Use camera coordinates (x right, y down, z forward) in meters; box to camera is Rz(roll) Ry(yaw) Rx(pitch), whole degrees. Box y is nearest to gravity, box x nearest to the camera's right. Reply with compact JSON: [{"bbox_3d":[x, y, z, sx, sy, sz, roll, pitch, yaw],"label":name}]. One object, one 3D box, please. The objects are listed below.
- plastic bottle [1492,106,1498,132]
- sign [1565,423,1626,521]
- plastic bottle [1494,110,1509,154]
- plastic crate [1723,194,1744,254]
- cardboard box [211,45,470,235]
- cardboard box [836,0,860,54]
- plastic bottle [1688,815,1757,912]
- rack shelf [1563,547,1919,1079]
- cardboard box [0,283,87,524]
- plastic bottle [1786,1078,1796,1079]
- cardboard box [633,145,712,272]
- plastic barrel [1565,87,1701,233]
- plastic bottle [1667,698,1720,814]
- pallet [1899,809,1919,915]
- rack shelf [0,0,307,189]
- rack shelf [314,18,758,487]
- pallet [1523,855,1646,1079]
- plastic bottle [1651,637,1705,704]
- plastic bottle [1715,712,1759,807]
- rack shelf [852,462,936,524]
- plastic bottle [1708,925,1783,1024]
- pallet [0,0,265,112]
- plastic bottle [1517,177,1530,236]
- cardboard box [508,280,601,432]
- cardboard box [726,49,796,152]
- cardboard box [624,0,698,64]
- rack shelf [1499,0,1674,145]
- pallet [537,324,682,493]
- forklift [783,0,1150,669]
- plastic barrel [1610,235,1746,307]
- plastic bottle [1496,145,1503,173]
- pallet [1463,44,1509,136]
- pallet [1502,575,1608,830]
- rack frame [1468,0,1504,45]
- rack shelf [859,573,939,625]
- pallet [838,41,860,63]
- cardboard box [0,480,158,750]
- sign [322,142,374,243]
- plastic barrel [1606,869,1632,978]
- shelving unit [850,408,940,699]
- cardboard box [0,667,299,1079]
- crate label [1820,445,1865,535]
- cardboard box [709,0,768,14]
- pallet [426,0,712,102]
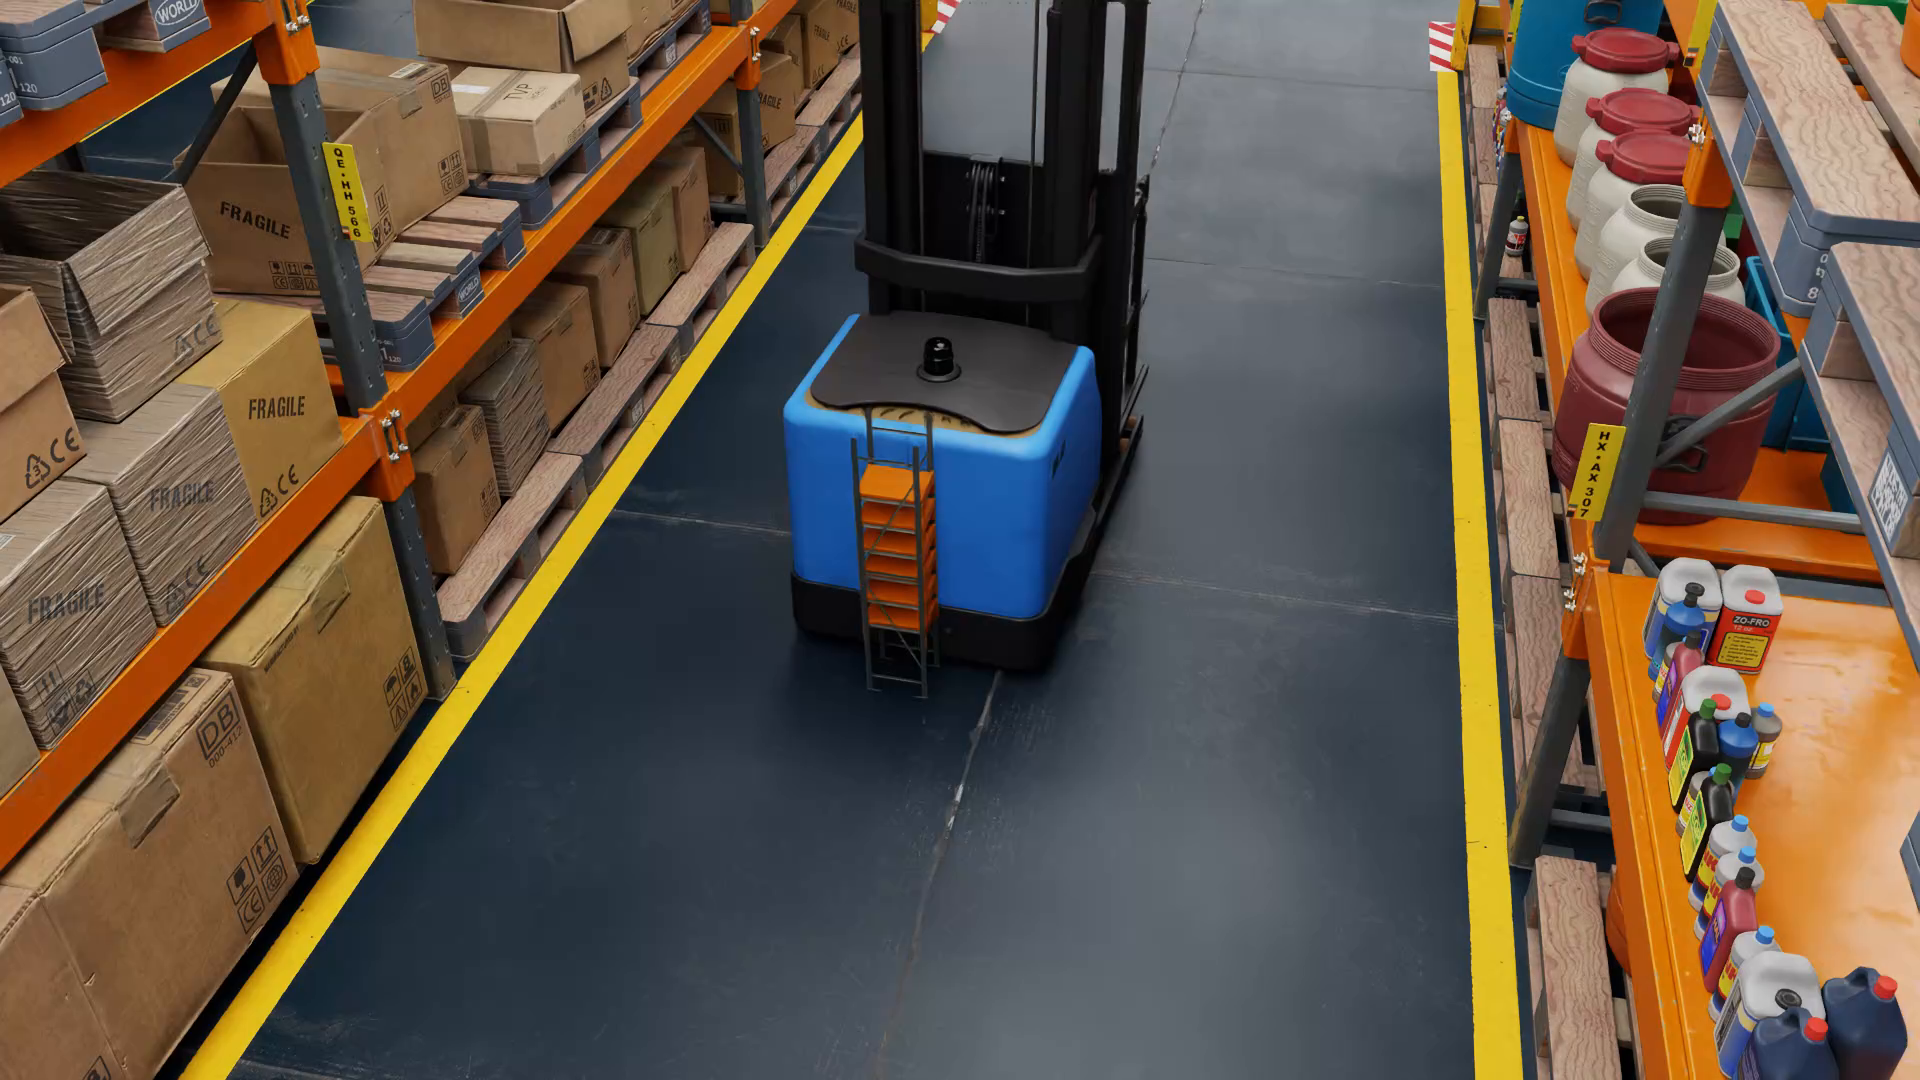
[{"bbox_3d":[3.376,-2.635,10.339,0.097,0.201,0.097,0,36,0],"label":"plastic bottle"},{"bbox_3d":[1.842,-0.194,4.823,0.100,0.325,0.005,7,37,10],"label":"sign"},{"bbox_3d":[3.304,-2.469,10.050,0.097,0.271,0.097,0,36,0],"label":"plastic bottle"},{"bbox_3d":[3.139,-1.237,6.581,0.450,0.188,0.662,7,37,10],"label":"plastic crate"},{"bbox_3d":[-2.360,-1.542,6.378,0.700,0.500,0.500,13,38,17],"label":"cardboard box"},{"bbox_3d":[-0.993,-3.725,11.606,0.500,0.500,0.500,17,39,22],"label":"cardboard box"},{"bbox_3d":[1.745,0.734,3.791,0.097,0.271,0.097,0,36,0],"label":"plastic bottle"},{"bbox_3d":[1.954,1.375,3.410,1.077,0.370,4.000,7,37,10],"label":"rack shelf"},{"bbox_3d":[-2.771,-0.340,4.223,0.797,0.503,0.637,8,37,11],"label":"cardboard box"},{"bbox_3d":[1.564,1.164,3.187,0.061,0.283,0.133,7,37,10],"label":"plastic bottle"},{"bbox_3d":[-1.755,-1.794,8.924,0.700,0.500,0.500,5,36,6],"label":"cardboard box"},{"bbox_3d":[2.660,-1.470,6.606,0.433,0.535,0.433,0,36,0],"label":"plastic barrel"},{"bbox_3d":[1.801,0.528,4.065,0.061,0.283,0.133,7,37,10],"label":"plastic bottle"},{"bbox_3d":[1.599,0.630,1.429,1.213,0.211,1.003,7,37,10],"label":"pallet"},{"bbox_3d":[-2.885,-0.461,3.386,1.077,0.370,4.000,7,37,10],"label":"rack shelf"},{"bbox_3d":[-2.030,-1.539,7.431,1.077,0.370,4.000,7,37,10],"label":"rack shelf"},{"bbox_3d":[2.254,1.523,4.968,1.003,0.211,1.213,7,37,10],"label":"pallet"},{"bbox_3d":[1.901,0.344,4.389,0.097,0.201,0.097,0,36,0],"label":"plastic bottle"},{"bbox_3d":[1.882,0.533,4.069,0.097,0.271,0.097,0,36,0],"label":"plastic bottle"},{"bbox_3d":[-0.232,-0.169,5.916,0.258,0.103,0.180,8,40,11],"label":"rack shelf"},{"bbox_3d":[1.675,0.922,3.532,0.097,0.271,0.097,0,36,0],"label":"plastic bottle"},{"bbox_3d":[-2.543,-1.446,4.294,1.213,0.211,1.003,9,37,12],"label":"pallet"},{"bbox_3d":[3.092,-1.867,9.152,0.144,0.351,0.185,6,36,9],"label":"plastic bottle"},{"bbox_3d":[-2.114,-0.882,7.666,0.700,0.500,0.500,10,37,14],"label":"cardboard box"},{"bbox_3d":[-1.364,-2.689,10.176,0.500,0.500,0.500,19,40,24],"label":"cardboard box"},{"bbox_3d":[-1.910,-2.952,7.898,1.000,1.000,1.000,8,37,10],"label":"cardboard box"},{"bbox_3d":[3.663,-3.212,9.738,1.077,0.370,4.000,7,37,10],"label":"rack shelf"},{"bbox_3d":[-2.026,-0.700,8.036,1.003,0.211,1.213,7,37,10],"label":"pallet"},{"bbox_3d":[0.234,-1.552,6.894,1.130,2.935,3.031,10,37,13],"label":"forklift"},{"bbox_3d":[2.392,-0.725,5.599,0.421,0.512,0.421,0,36,0],"label":"plastic barrel"},{"bbox_3d":[3.239,-2.266,9.830,0.097,0.201,0.097,0,36,0],"label":"plastic bottle"},{"bbox_3d":[3.941,-3.006,11.217,1.003,0.211,1.213,7,37,10],"label":"pallet"},{"bbox_3d":[2.585,0.627,6.205,1.003,0.211,1.213,7,37,10],"label":"pallet"},{"bbox_3d":[4.090,-4.649,11.109,1.000,3.000,0.127,7,37,10],"label":"rack frame"},{"bbox_3d":[-0.226,0.202,6.220,0.258,0.103,0.180,8,40,11],"label":"rack shelf"},{"bbox_3d":[-0.973,-3.636,12.087,1.003,0.211,1.213,7,37,10],"label":"pallet"},{"bbox_3d":[-2.541,0.173,4.370,0.500,0.500,0.500,6,36,8],"label":"cardboard box"},{"bbox_3d":[-1.915,-1.085,5.204,0.100,0.325,0.005,7,37,10],"label":"sign"},{"bbox_3d":[2.293,0.928,4.905,0.600,0.830,0.708,7,37,10],"label":"plastic barrel"},{"bbox_3d":[-0.228,0.075,6.116,0.258,1.200,0.189,8,40,11],"label":"shelving unit"},{"bbox_3d":[-2.823,0.910,4.892,1.225,0.875,0.875,7,37,10],"label":"cardboard box"},{"bbox_3d":[2.837,-0.190,5.098,0.303,0.233,0.416,7,37,10],"label":"crate label"},{"bbox_3d":[-1.263,-2.961,8.993,0.380,0.149,0.250,7,37,10],"label":"cardboard box"},{"bbox_3d":[-1.908,-2.479,8.278,1.003,0.211,1.213,7,37,10],"label":"pallet"}]
